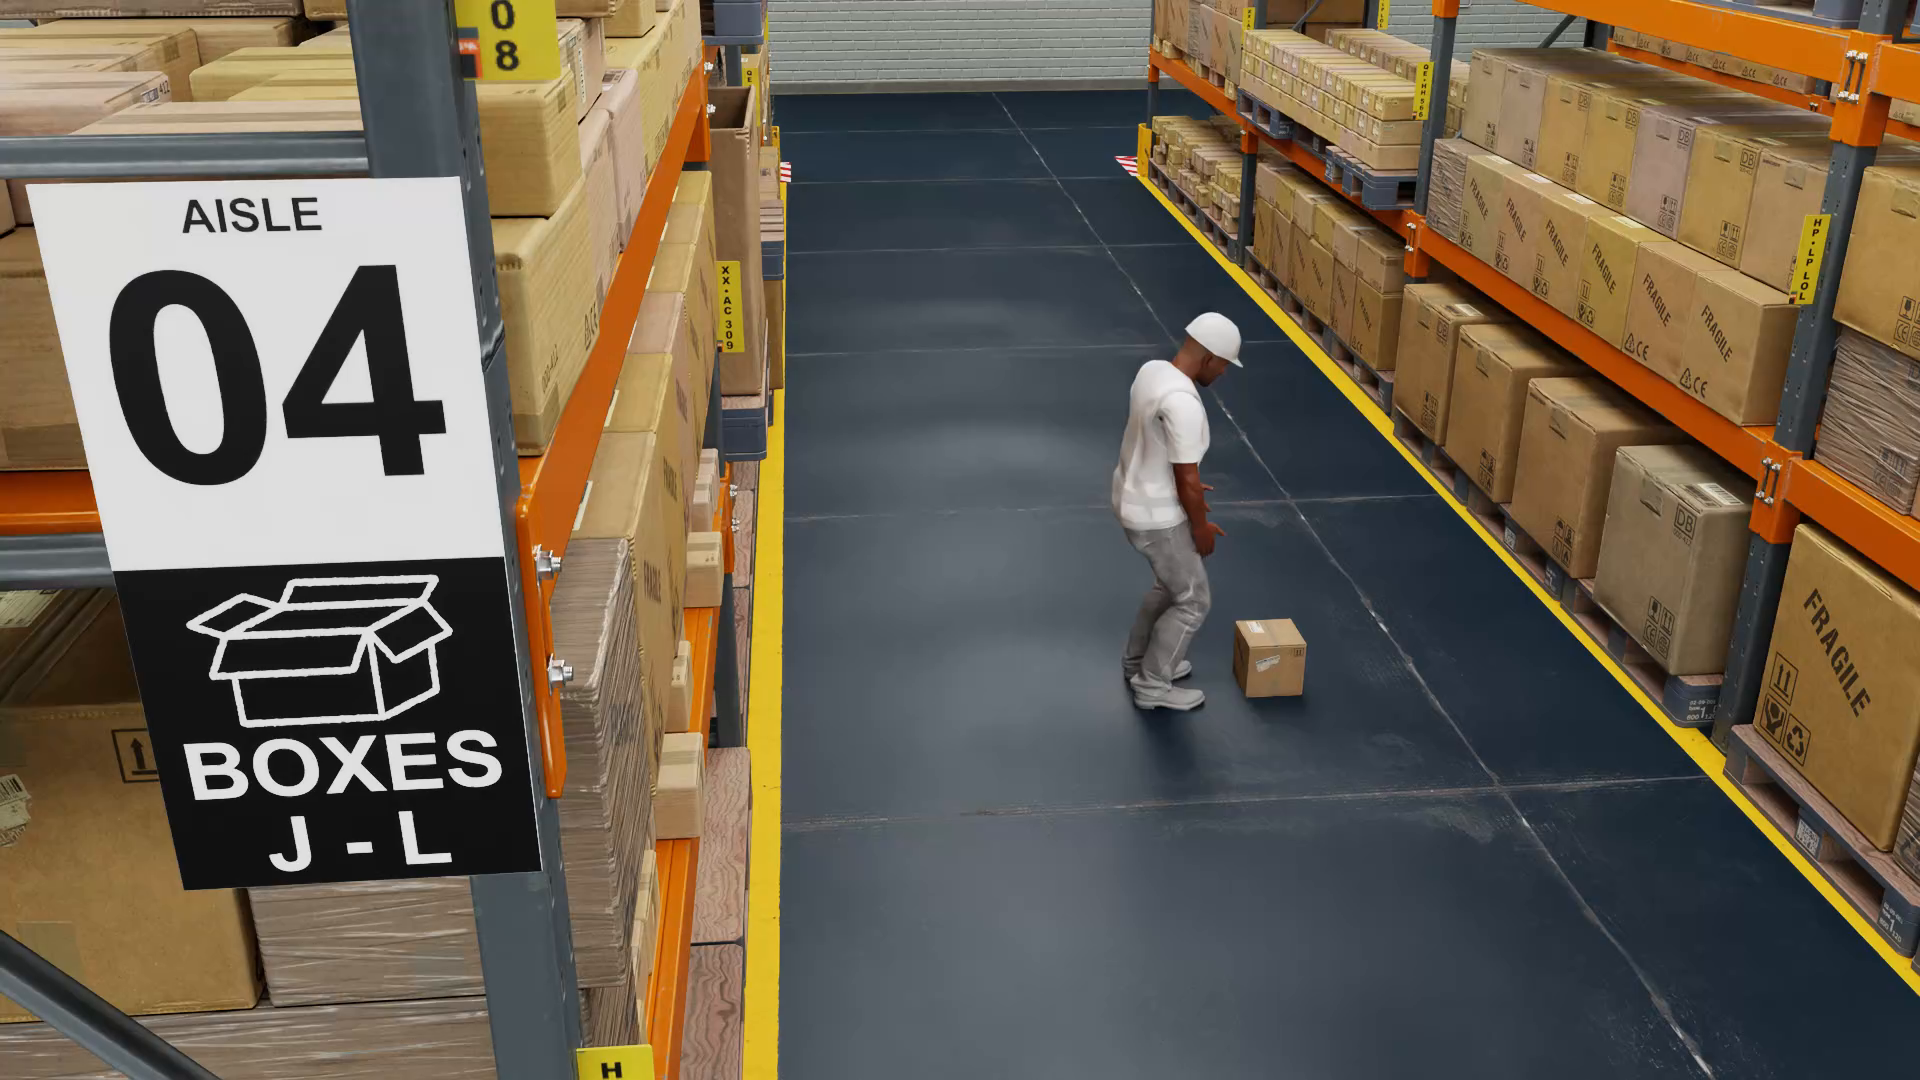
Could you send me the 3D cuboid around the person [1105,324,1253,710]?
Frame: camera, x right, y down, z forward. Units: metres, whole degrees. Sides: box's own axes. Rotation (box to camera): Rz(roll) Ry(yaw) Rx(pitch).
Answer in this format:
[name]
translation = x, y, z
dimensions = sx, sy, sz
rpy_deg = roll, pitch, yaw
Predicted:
[person]
translation = 0.904, -0.111, 6.993
dimensions = 0.576, 1.633, 0.613
rpy_deg = -2, 24, -4
